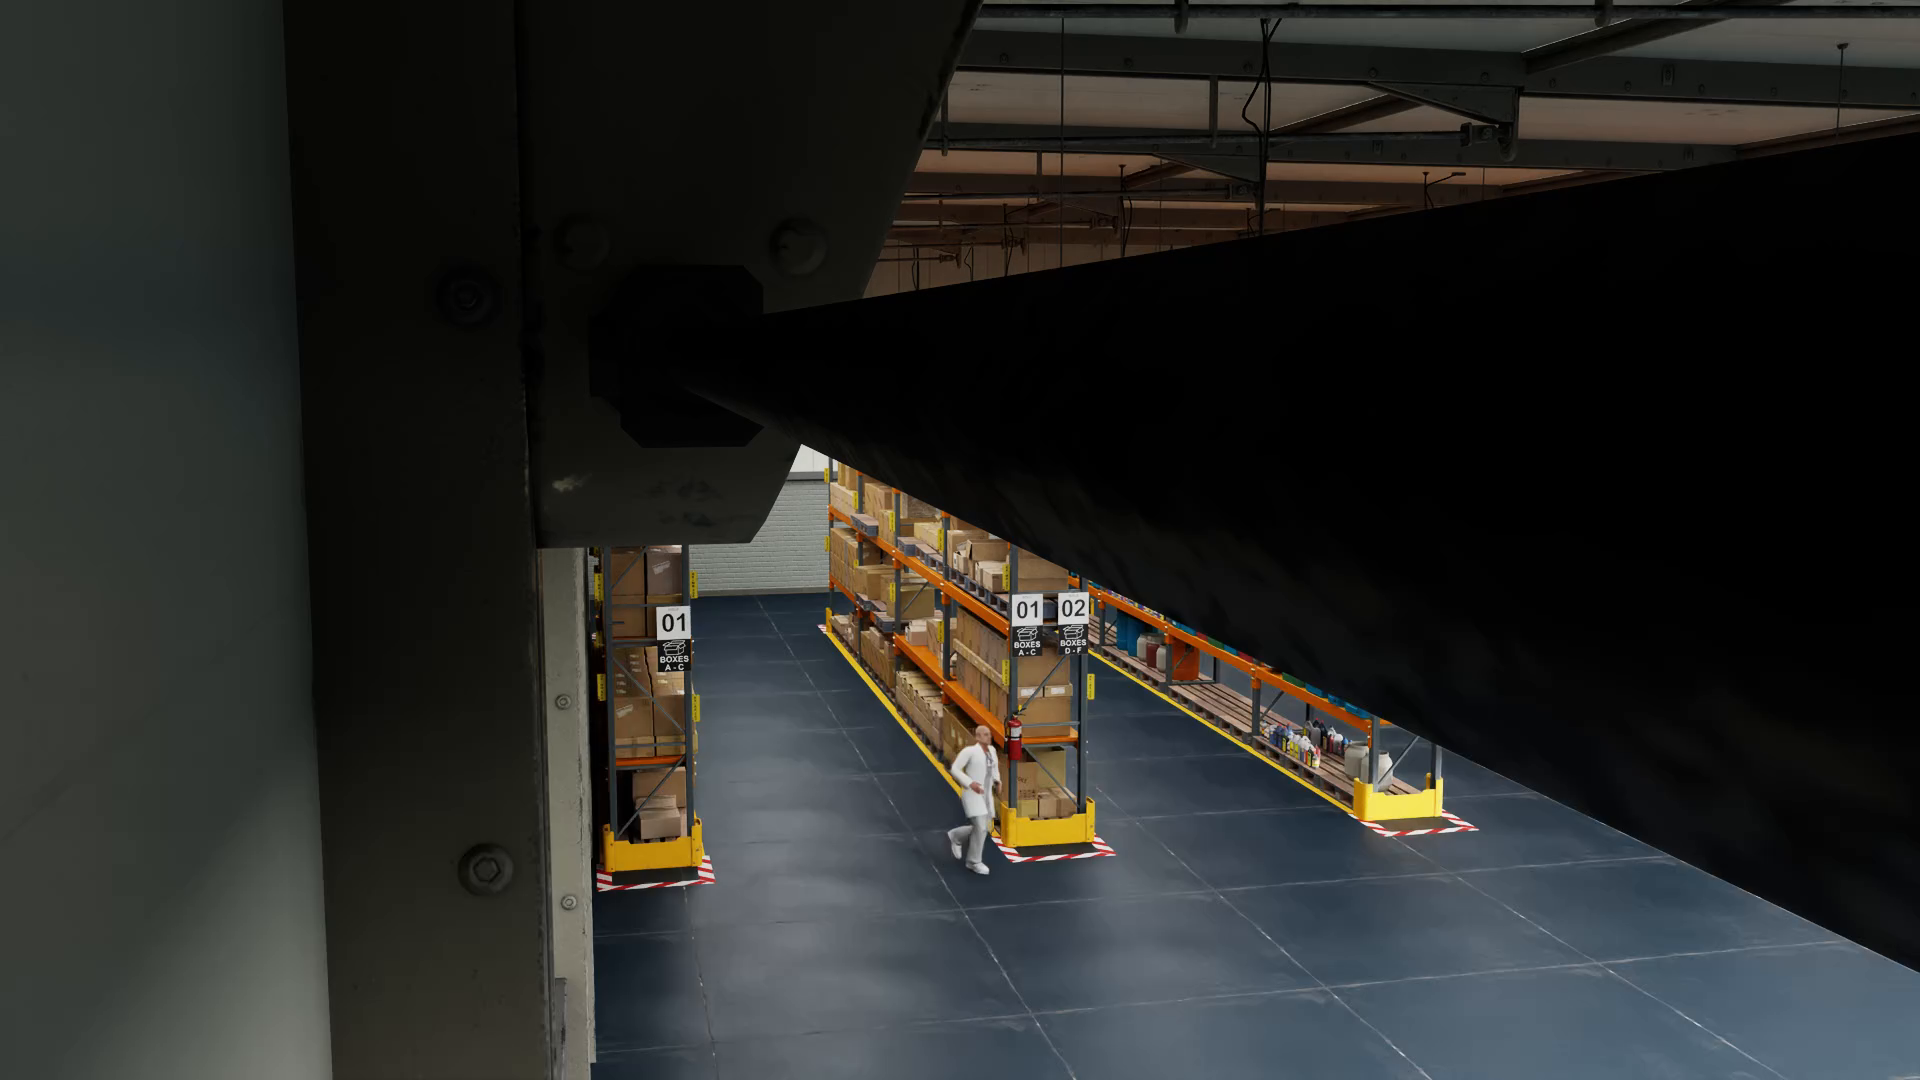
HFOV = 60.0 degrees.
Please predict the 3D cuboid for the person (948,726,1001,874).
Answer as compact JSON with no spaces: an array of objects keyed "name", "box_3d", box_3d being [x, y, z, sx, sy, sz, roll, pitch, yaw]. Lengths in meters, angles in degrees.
[{"name":"person","box_3d":[0.189,3.101,20.166,0.753,1.735,0.756,-6,9,-43]}]
